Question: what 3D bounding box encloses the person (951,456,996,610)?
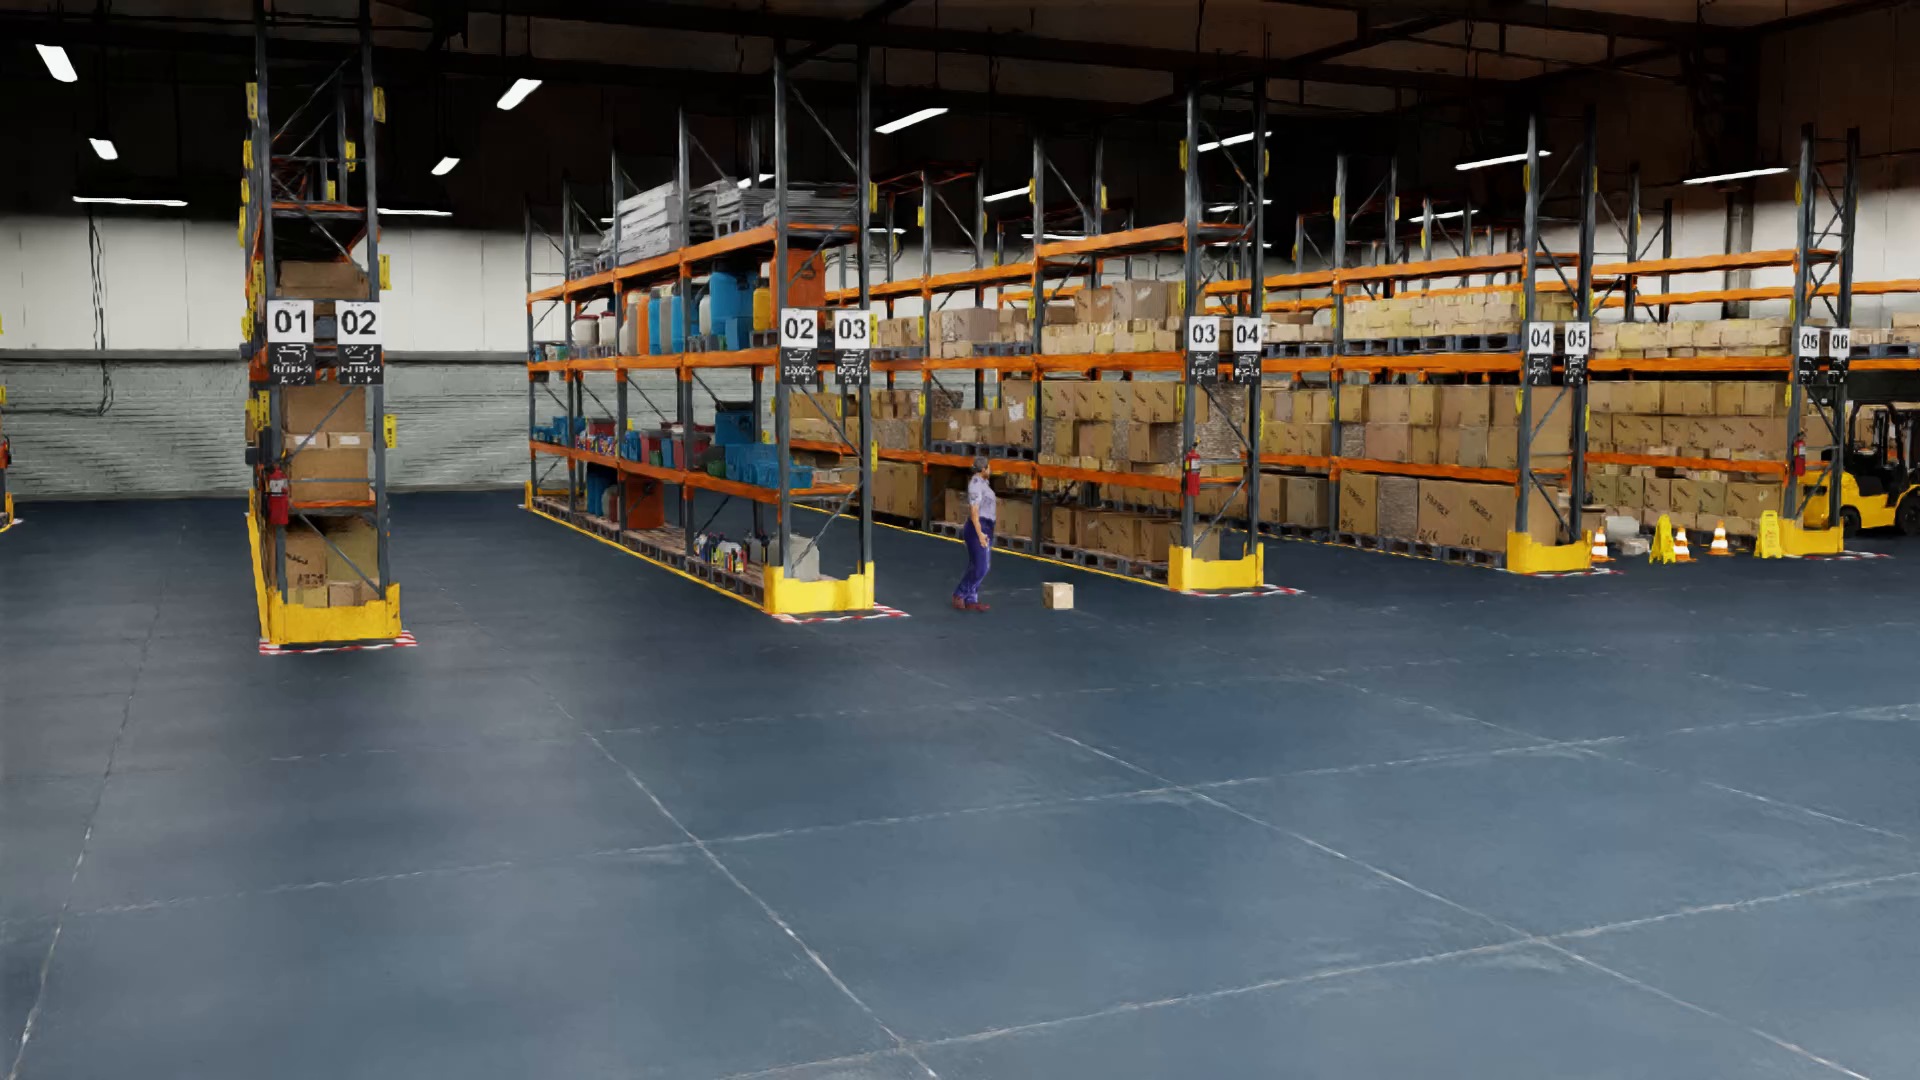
[{"bbox_3d":[0.146,-0.070,17.646,0.458,1.642,0.665,1,6,11],"label":"person"}]
